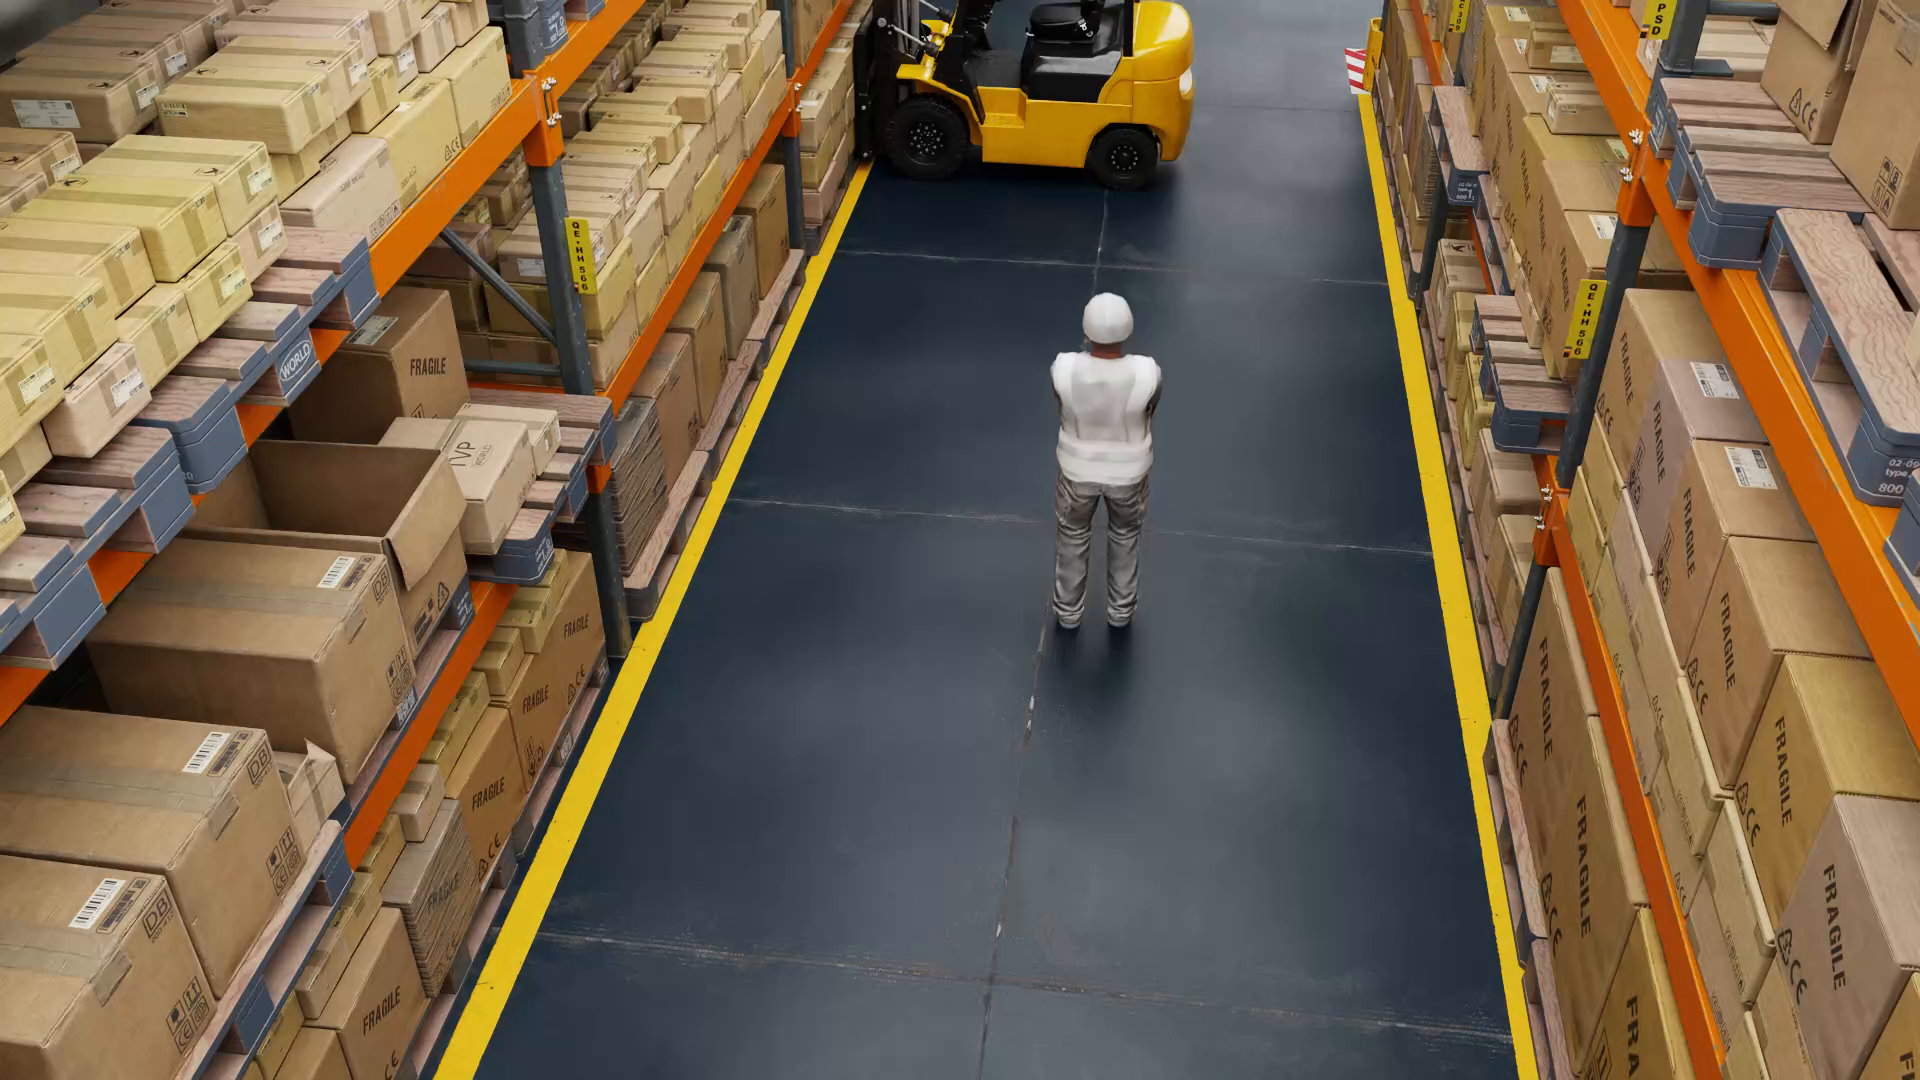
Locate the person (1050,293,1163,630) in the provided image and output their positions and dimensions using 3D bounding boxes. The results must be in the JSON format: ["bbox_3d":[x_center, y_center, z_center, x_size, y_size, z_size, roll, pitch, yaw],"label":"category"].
[{"bbox_3d":[0.650,-0.417,7.556,0.487,1.719,0.584,4,36,6],"label":"person"}]
